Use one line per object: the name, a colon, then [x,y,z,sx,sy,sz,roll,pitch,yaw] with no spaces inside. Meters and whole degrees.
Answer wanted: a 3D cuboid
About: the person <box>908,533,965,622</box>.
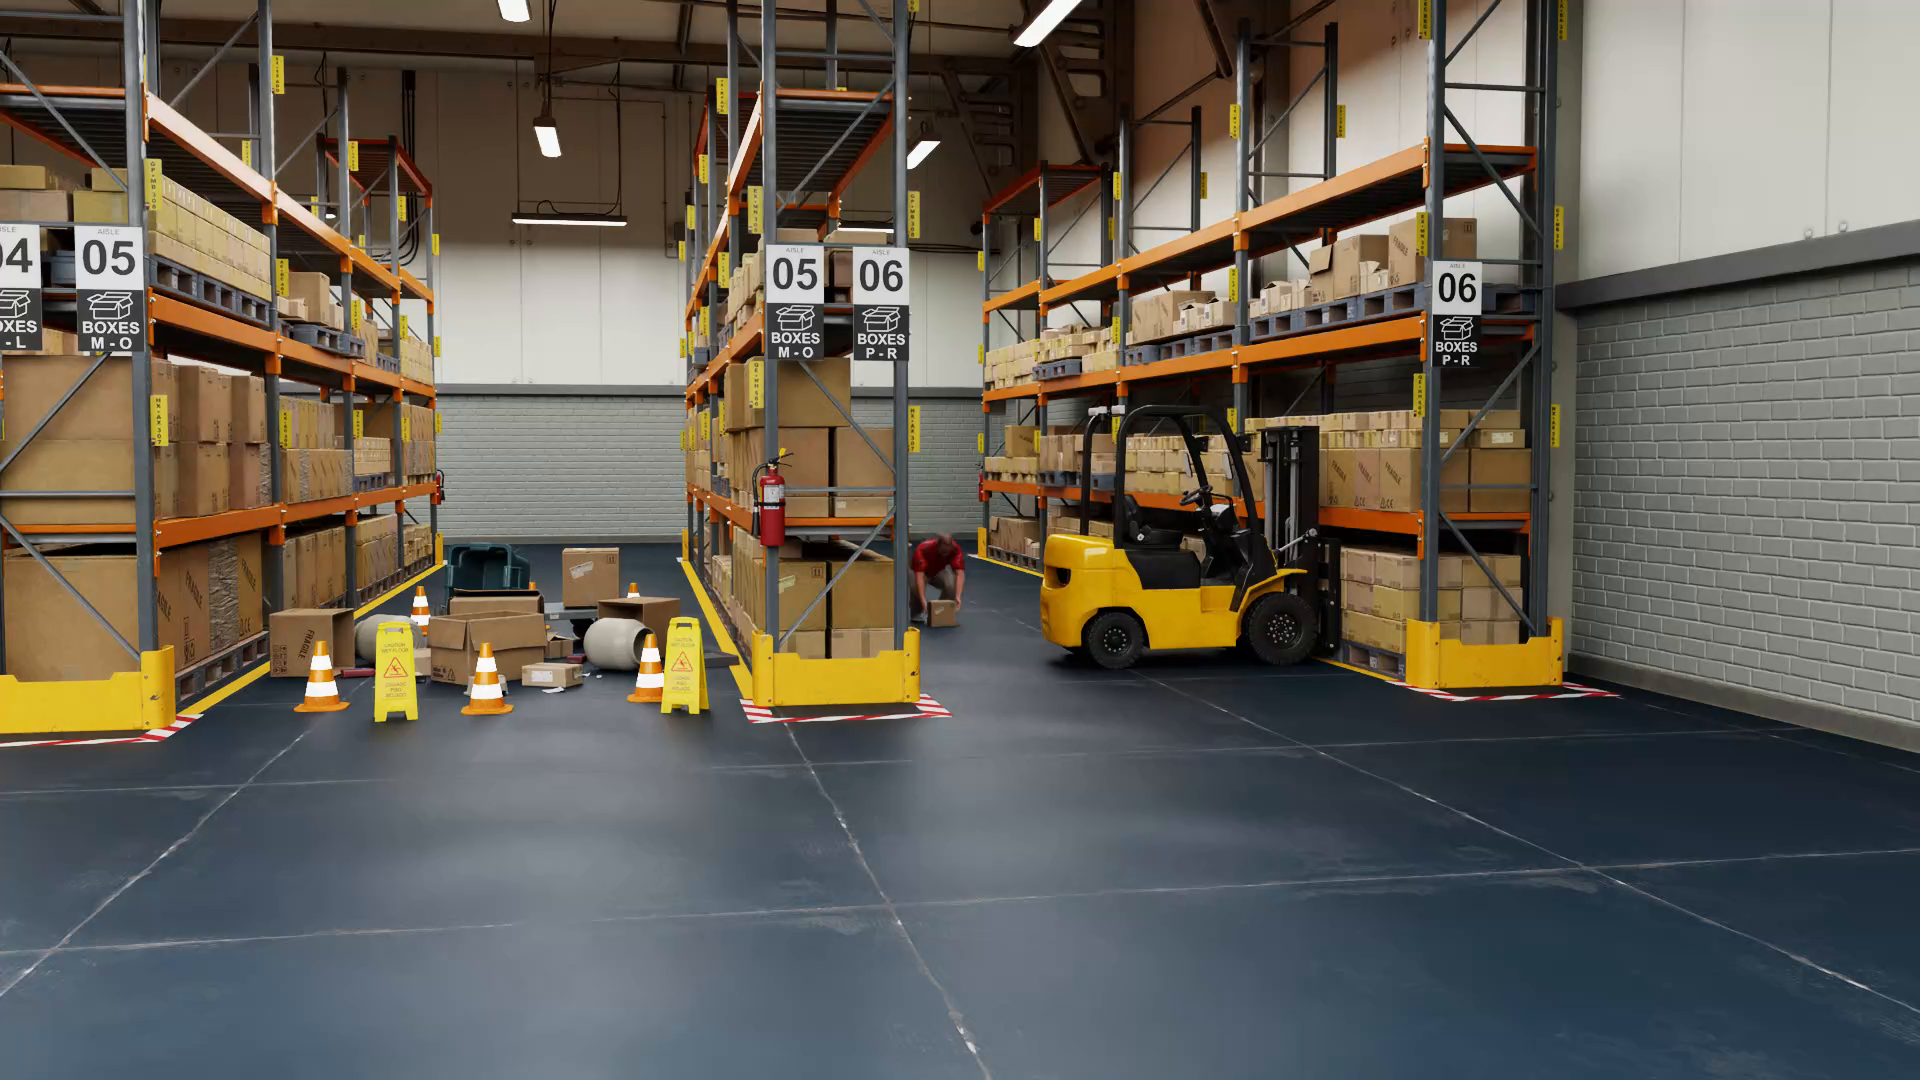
person: [-0.258,0.386,17.395,0.571,0.948,0.886,-1,3,-12]
